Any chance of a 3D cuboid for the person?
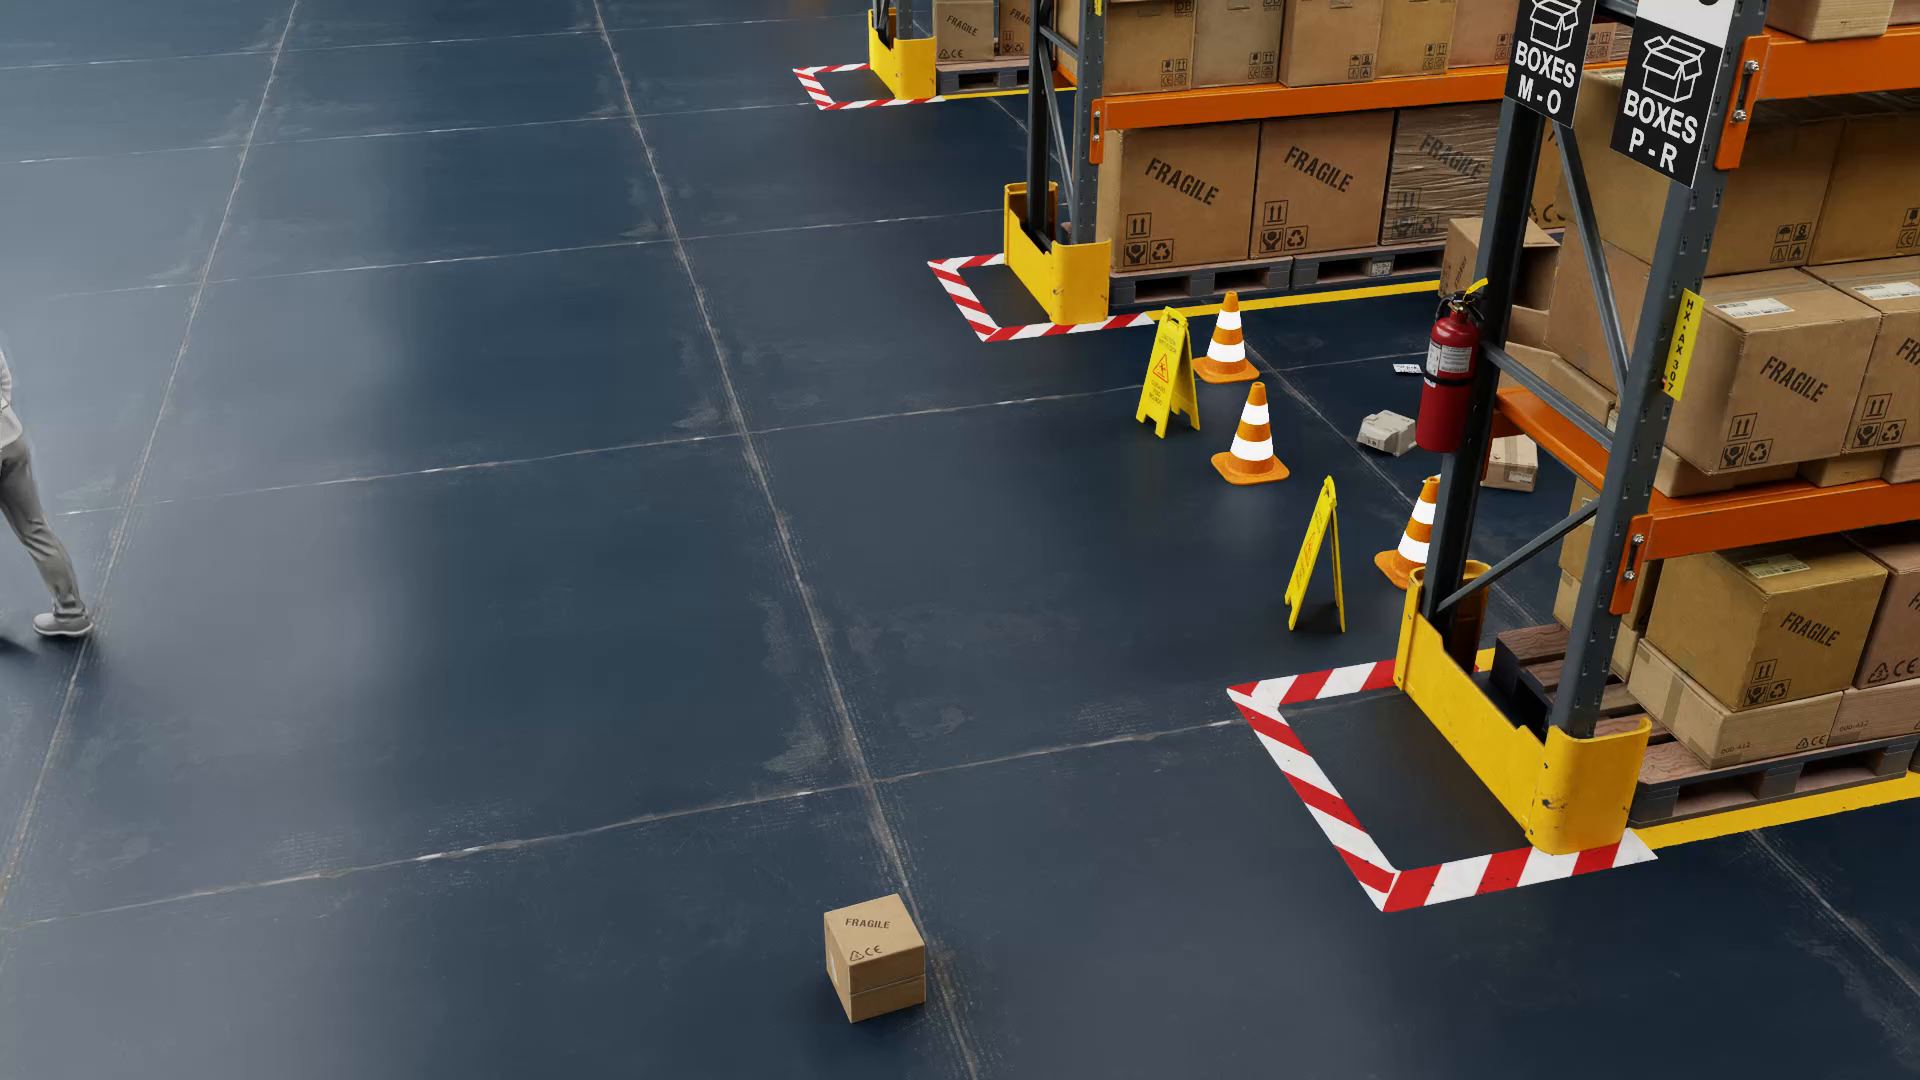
[{"bbox_3d":[-3.967,-0.316,6.663,0.638,1.742,0.548,11,32,18],"label":"person"}]
